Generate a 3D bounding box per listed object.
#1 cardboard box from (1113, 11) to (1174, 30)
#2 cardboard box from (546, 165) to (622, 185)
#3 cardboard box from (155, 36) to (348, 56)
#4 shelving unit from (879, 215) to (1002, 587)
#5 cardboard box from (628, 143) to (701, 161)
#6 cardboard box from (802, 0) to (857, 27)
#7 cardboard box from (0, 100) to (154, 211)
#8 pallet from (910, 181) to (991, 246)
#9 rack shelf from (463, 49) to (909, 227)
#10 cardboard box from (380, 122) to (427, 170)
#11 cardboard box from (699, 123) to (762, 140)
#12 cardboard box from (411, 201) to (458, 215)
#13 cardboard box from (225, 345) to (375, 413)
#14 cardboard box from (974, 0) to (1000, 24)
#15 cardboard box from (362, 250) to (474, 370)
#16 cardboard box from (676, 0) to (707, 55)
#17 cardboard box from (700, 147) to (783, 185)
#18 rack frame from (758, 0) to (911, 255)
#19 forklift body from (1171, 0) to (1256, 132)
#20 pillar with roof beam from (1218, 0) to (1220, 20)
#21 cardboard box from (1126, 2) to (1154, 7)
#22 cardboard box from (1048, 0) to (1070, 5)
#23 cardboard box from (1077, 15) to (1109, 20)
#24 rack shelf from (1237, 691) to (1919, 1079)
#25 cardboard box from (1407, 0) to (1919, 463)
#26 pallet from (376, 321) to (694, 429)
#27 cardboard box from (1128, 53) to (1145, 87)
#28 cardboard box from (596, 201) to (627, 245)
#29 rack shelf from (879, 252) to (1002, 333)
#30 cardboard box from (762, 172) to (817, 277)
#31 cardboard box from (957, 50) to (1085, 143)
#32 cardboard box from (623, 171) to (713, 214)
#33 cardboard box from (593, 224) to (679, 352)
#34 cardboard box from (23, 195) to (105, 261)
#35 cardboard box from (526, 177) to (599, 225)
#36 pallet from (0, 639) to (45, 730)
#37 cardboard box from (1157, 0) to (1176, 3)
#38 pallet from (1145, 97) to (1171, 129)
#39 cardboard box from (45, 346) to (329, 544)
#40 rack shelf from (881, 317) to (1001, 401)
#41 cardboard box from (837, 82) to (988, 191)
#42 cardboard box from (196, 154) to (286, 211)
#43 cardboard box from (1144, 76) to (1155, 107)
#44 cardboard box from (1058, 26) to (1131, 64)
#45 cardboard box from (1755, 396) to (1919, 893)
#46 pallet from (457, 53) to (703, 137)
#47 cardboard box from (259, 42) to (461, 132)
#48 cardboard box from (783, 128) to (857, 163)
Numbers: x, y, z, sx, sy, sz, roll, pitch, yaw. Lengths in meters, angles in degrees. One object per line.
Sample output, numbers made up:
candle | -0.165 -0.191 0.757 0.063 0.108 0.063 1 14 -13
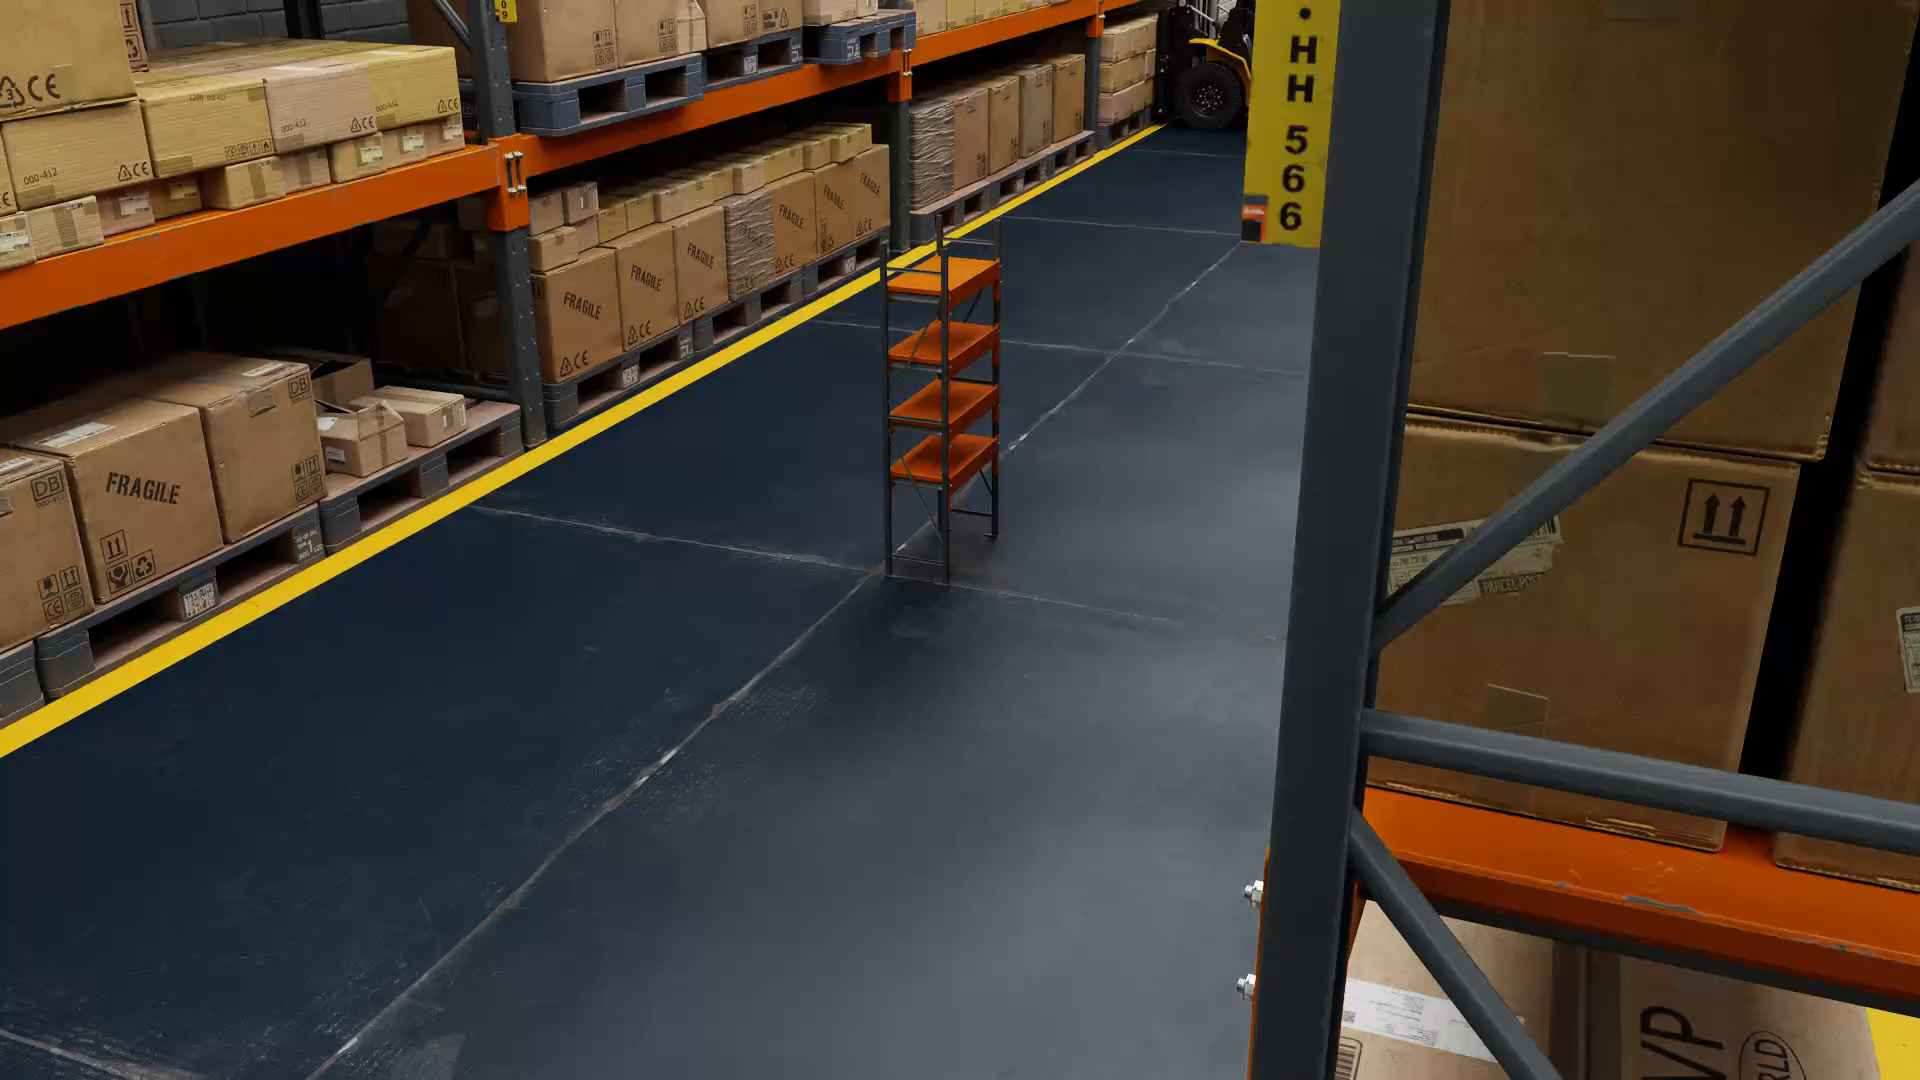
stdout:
cardboard box | 1.727 -4.789 15.548 0.500 0.250 0.500 8 24 19
cardboard box | -1.981 -1.845 8.633 0.380 0.149 0.250 9 24 21
cardboard box | -2.726 -1.793 6.459 0.500 0.250 0.500 8 24 19
shelving unit | -0.061 -0.494 5.877 0.258 1.200 0.503 9 24 20
cardboard box | -1.669 -2.117 9.282 0.380 0.149 0.250 8 24 19
cardboard box | -0.897 -2.996 9.180 0.500 0.250 0.500 8 24 18
cardboard box | -2.816 -1.172 4.973 0.500 0.250 0.500 8 24 19
pallet | -0.464 -2.297 11.476 1.003 0.211 1.213 9 24 20
rack shelf | -1.549 -2.247 8.672 1.077 0.370 4.000 9 24 20
cardboard box | -2.252 -1.501 6.278 0.380 0.149 0.250 9 24 21
cardboard box | -1.412 -2.401 9.964 0.380 0.149 0.250 10 25 22
cardboard box | -2.330 -1.471 7.737 0.380 0.149 0.250 9 24 20
cardboard box | -2.756 -0.614 6.772 0.500 0.311 0.500 10 25 22
cardboard box | -0.038 -3.714 11.445 0.500 0.250 0.500 8 24 18
cardboard box | -2.384 -1.122 7.742 0.500 0.500 0.500 9 24 20
cardboard box | -1.419 -2.438 7.823 0.396 0.266 0.258 10 25 23
cardboard box | -1.198 -2.054 9.133 0.380 0.149 0.250 8 24 19
rack frame | -0.806 -3.295 10.246 1.000 3.000 0.127 9 24 20
forklift body | 3.155 -4.826 15.014 2.313 2.155 1.214 9 24 20
pillar with roof beam | 7.296 -10.337 19.321 9.100 9.000 0.400 9 24 20
cardboard box | 1.629 -5.220 16.580 0.500 0.250 0.500 9 24 20
cardboard box | 0.554 -4.259 12.748 0.500 0.250 0.500 9 24 20
cardboard box | 1.058 -4.679 15.286 0.500 0.250 0.500 9 24 20
rack shelf | 1.576 -0.107 3.547 1.077 0.370 4.000 9 24 20
cardboard box | 0.791 -0.437 1.977 0.500 0.500 0.500 10 25 22
pallet | -2.024 -0.873 8.067 1.003 0.211 1.213 9 24 20
cardboard box | 1.332 -4.191 14.767 0.500 0.250 0.500 9 24 20
cardboard box | -1.795 -1.497 7.799 0.380 0.149 0.250 7 24 17
rack shelf | -0.061 -0.857 5.725 0.258 0.148 0.480 9 24 20
cardboard box | -1.151 -1.788 9.337 0.500 0.500 0.500 10 25 22
cardboard box | 0.497 -3.636 13.599 0.875 0.625 0.625 10 25 22
cardboard box | -1.484 -1.770 8.452 0.380 0.149 0.250 10 25 22
cardboard box | -1.714 -1.237 8.017 0.500 0.500 0.500 8 24 19
cardboard box | -2.797 -0.946 4.948 0.380 0.149 0.250 9 24 21
cardboard box | -1.859 -1.531 7.493 0.380 0.149 0.250 8 24 17
pallet | -3.454 0.542 4.679 1.003 0.211 1.213 9 24 20
cardboard box | 2.285 -5.335 16.855 0.500 0.250 0.500 10 25 22
pallet | 1.466 -4.156 15.927 1.003 0.211 1.213 9 24 20
cardboard box | -2.723 -0.350 5.893 0.700 0.500 0.500 8 24 18
rack shelf | -0.061 -0.639 5.817 0.258 0.148 0.480 9 24 20
cardboard box | -0.326 -2.849 11.715 0.875 0.625 0.625 10 25 22
cardboard box | -2.517 -1.219 5.603 0.380 0.149 0.250 8 24 19
cardboard box | 1.518 -4.147 15.309 0.500 0.250 0.500 9 24 21
cardboard box | 1.151 -4.241 14.237 0.500 0.250 0.500 8 24 19
cardboard box | 1.278 0.100 1.988 0.500 0.500 0.500 9 24 20
pallet | -1.893 -2.045 7.504 1.003 0.211 1.213 9 24 20
cardboard box | -2.254 -1.714 6.271 0.500 0.250 0.500 9 24 21
cardboard box | -0.827 -2.319 9.768 0.380 0.149 0.250 7 24 17
